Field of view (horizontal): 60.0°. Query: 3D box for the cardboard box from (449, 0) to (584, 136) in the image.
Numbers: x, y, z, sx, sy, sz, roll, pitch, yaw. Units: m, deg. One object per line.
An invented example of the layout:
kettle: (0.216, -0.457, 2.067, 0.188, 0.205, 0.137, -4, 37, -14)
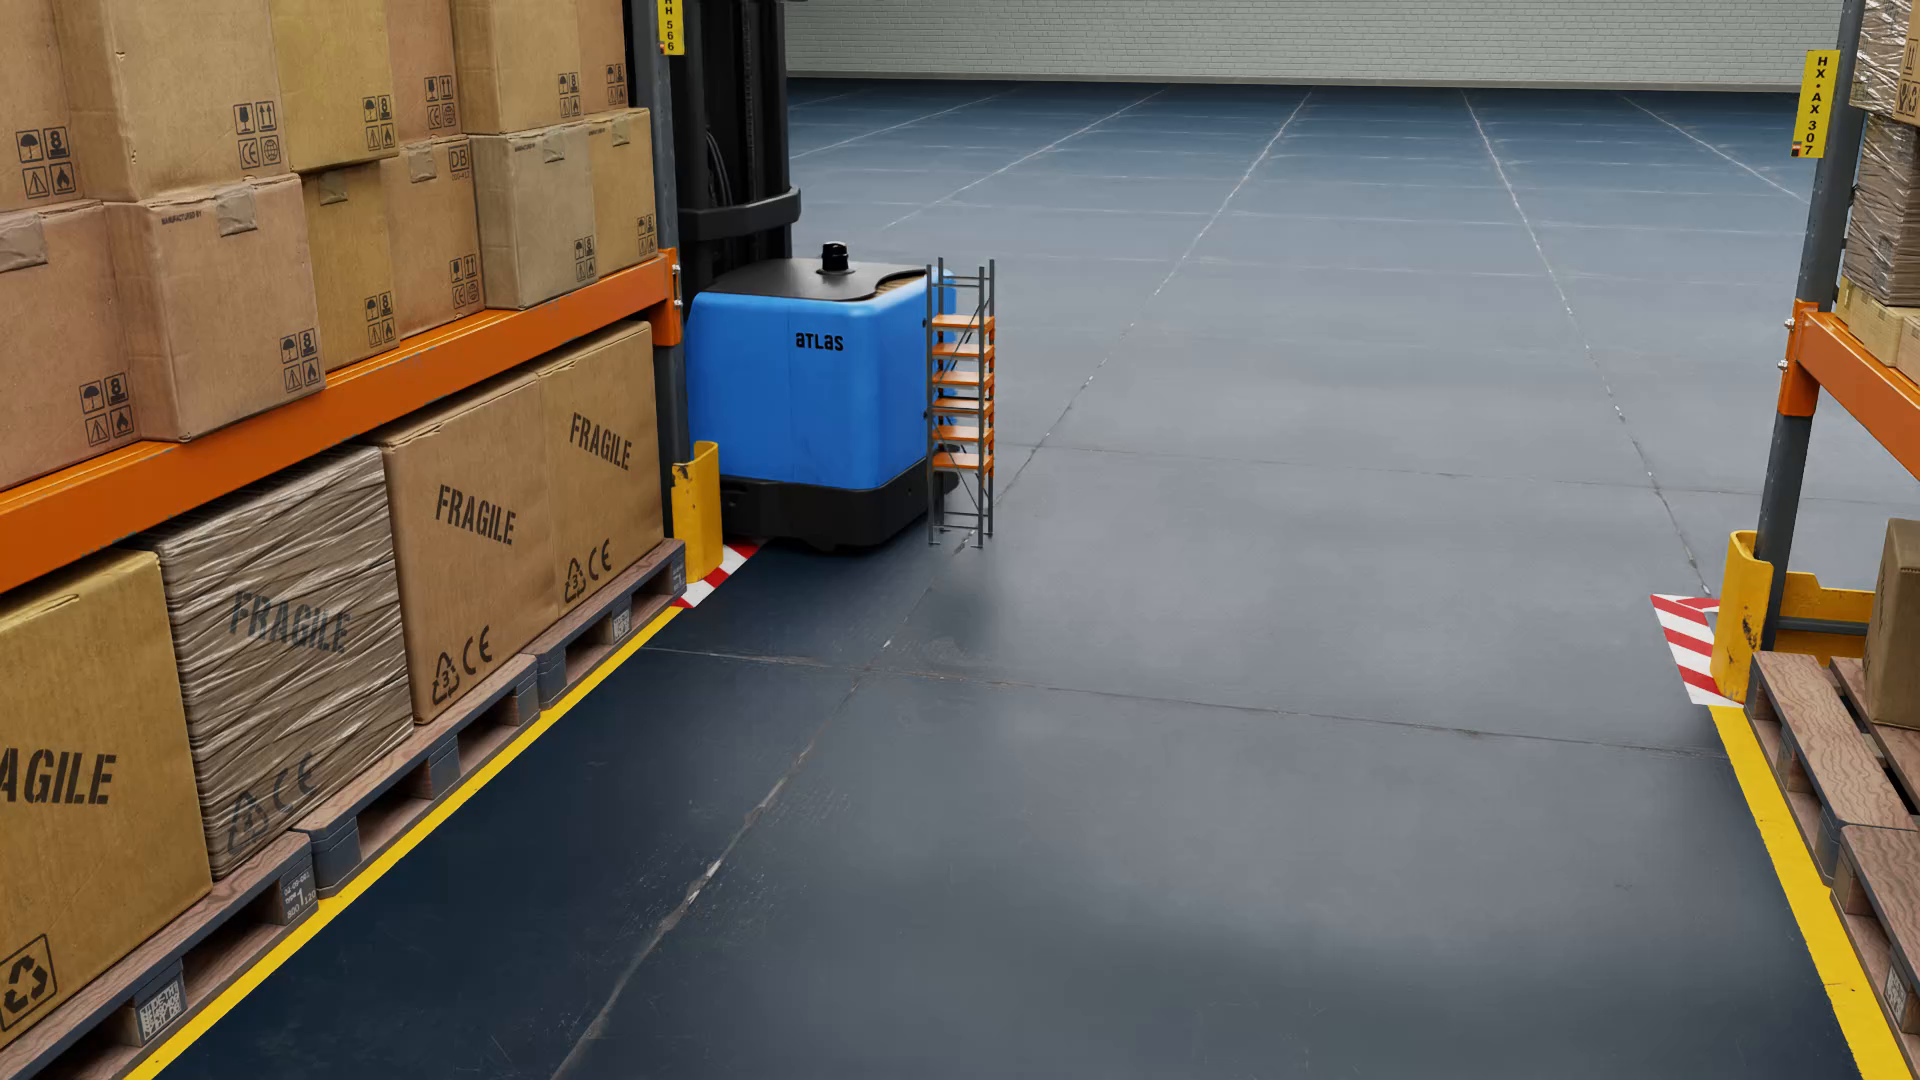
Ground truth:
cardboard box: (-1.759, -1.620, 5.388, 0.875, 0.550, 0.550, 5, 19, 13)

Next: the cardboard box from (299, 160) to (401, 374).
cardboard box: (-2.094, -0.773, 4.578, 0.875, 0.550, 0.500, 5, 19, 13)

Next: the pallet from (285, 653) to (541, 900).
pallet: (-2.006, 0.627, 5.027, 1.003, 0.211, 1.213, 5, 19, 13)

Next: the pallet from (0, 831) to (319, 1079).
pallet: (-2.302, 1.010, 3.904, 1.003, 0.211, 1.213, 5, 19, 13)

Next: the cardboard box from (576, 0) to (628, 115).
cardboard box: (-1.714, -1.800, 5.914, 0.875, 0.550, 0.550, 5, 19, 13)

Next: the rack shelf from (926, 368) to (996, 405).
rack shelf: (0.004, -0.644, 6.982, 0.258, 0.103, 0.180, 5, 19, 13)

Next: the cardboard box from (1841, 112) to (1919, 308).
cardboard box: (3.038, -0.926, 4.642, 0.875, 0.500, 0.500, 5, 19, 13)

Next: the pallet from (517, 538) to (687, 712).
pallet: (-1.706, 0.245, 6.143, 1.003, 0.211, 1.213, 5, 19, 13)

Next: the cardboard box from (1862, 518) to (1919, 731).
cardboard box: (3.030, 0.271, 4.971, 0.500, 0.500, 0.500, 9, 21, 23)

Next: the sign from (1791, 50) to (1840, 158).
sign: (2.673, -1.360, 5.190, 0.100, 0.325, 0.005, 5, 19, 13)

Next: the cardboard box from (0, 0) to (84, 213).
cardboard box: (-2.418, -0.954, 3.437, 0.875, 0.550, 0.550, 5, 19, 13)

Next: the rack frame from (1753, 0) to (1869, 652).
rack frame: (3.199, -0.908, 5.204, 1.000, 3.000, 0.127, 5, 19, 13)

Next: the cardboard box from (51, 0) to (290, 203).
cardboard box: (-2.153, -1.112, 3.901, 0.875, 0.550, 0.550, 5, 19, 13)

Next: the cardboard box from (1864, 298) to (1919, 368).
cardboard box: (2.743, -0.564, 4.588, 0.380, 0.149, 0.250, 5, 19, 13)

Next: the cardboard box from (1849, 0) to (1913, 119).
cardboard box: (2.800, -1.418, 4.537, 0.500, 0.500, 0.500, 5, 19, 13)

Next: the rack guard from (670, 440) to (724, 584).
rack guard: (-1.580, -0.156, 6.870, 1.175, 0.500, 0.348, 5, 19, 13)

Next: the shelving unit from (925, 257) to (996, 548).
shelving unit: (0.004, -0.572, 7.007, 0.258, 1.200, 0.189, 5, 19, 13)

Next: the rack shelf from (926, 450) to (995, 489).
rack shelf: (0.004, -0.303, 7.099, 0.258, 0.103, 0.180, 5, 19, 13)

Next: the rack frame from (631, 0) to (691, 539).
rack frame: (-1.586, -1.331, 6.444, 1.000, 3.000, 0.127, 5, 19, 13)

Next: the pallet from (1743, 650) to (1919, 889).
pallet: (2.948, 0.688, 4.848, 1.003, 0.211, 1.213, 5, 19, 13)

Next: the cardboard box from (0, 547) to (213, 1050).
cardboard box: (-2.342, 0.538, 3.610, 0.875, 0.875, 0.875, 5, 19, 14)

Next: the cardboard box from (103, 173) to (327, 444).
cardboard box: (-2.126, -0.599, 4.069, 0.875, 0.550, 0.550, 5, 19, 13)

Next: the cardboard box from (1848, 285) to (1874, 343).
cardboard box: (2.818, -0.641, 4.814, 0.380, 0.149, 0.250, 5, 19, 13)

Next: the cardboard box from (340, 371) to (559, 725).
cardboard box: (-1.901, -0.031, 5.274, 0.875, 0.875, 0.875, 4, 19, 13)

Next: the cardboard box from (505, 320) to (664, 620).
cardboard box: (-1.688, -0.307, 6.082, 0.875, 0.875, 0.875, 5, 19, 14)

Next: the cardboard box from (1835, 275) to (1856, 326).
cardboard box: (2.898, -0.718, 5.039, 0.380, 0.149, 0.250, 5, 19, 13)

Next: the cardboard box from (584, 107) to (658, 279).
cardboard box: (-1.633, -1.282, 6.069, 0.875, 0.550, 0.550, 5, 19, 13)

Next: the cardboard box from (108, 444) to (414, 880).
cardboard box: (-2.125, 0.255, 4.438, 0.875, 0.875, 0.875, 5, 19, 14)

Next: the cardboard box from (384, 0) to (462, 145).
cardboard box: (-2.028, -1.455, 4.905, 0.875, 0.550, 0.550, 5, 19, 13)

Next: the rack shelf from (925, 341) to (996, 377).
rack shelf: (0.004, -0.757, 6.944, 0.258, 0.103, 0.180, 5, 19, 13)

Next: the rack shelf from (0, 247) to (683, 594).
rack shelf: (-2.075, -0.364, 4.725, 1.077, 0.370, 4.000, 5, 19, 13)

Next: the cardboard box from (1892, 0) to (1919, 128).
cardboard box: (2.671, -1.262, 4.080, 0.500, 0.500, 0.500, 5, 19, 13)

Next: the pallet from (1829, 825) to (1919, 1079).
pallet: (2.647, 1.069, 3.732, 1.003, 0.211, 1.213, 5, 19, 13)

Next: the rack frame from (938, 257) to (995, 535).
rack frame: (0.026, -0.601, 7.091, 0.240, 1.200, 0.006, 5, 19, 13)

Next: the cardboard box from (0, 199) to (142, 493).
cardboard box: (-2.372, -0.439, 3.600, 0.875, 0.550, 0.550, 5, 19, 13)

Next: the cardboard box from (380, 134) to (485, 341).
cardboard box: (-2.005, -0.942, 5.074, 0.875, 0.550, 0.550, 5, 19, 13)

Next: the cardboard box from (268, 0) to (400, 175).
cardboard box: (-2.031, -1.279, 4.389, 0.875, 0.550, 0.500, 5, 19, 13)

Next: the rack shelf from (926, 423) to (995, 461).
rack shelf: (0.004, -0.417, 7.060, 0.258, 0.103, 0.180, 5, 19, 13)

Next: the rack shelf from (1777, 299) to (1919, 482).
rack shelf: (2.710, 0.060, 3.485, 1.077, 0.370, 4.000, 5, 19, 13)

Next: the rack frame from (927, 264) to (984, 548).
rack frame: (-0.019, -0.544, 6.923, 0.240, 1.200, 0.006, 5, 19, 13)

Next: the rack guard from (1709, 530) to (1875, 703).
rack guard: (3.180, 0.299, 5.539, 1.175, 0.500, 0.348, 5, 19, 13)

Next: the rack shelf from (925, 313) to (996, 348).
rack shelf: (0.004, -0.871, 6.905, 0.258, 0.103, 0.180, 5, 19, 13)

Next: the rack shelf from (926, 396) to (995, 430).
rack shelf: (0.004, -0.530, 7.021, 0.258, 0.103, 0.180, 5, 19, 13)

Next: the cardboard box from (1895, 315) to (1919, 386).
cardboard box: (2.702, -0.484, 4.353, 0.380, 0.149, 0.250, 5, 19, 13)

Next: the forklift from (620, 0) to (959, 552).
forklift: (-1.574, -1.618, 7.389, 3.031, 2.935, 1.130, 7, 20, 20)

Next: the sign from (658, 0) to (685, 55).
sign: (-1.063, -1.944, 6.080, 0.100, 0.325, 0.005, 5, 19, 13)

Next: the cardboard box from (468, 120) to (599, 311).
cardboard box: (-1.746, -1.108, 5.559, 0.875, 0.550, 0.550, 5, 19, 13)
